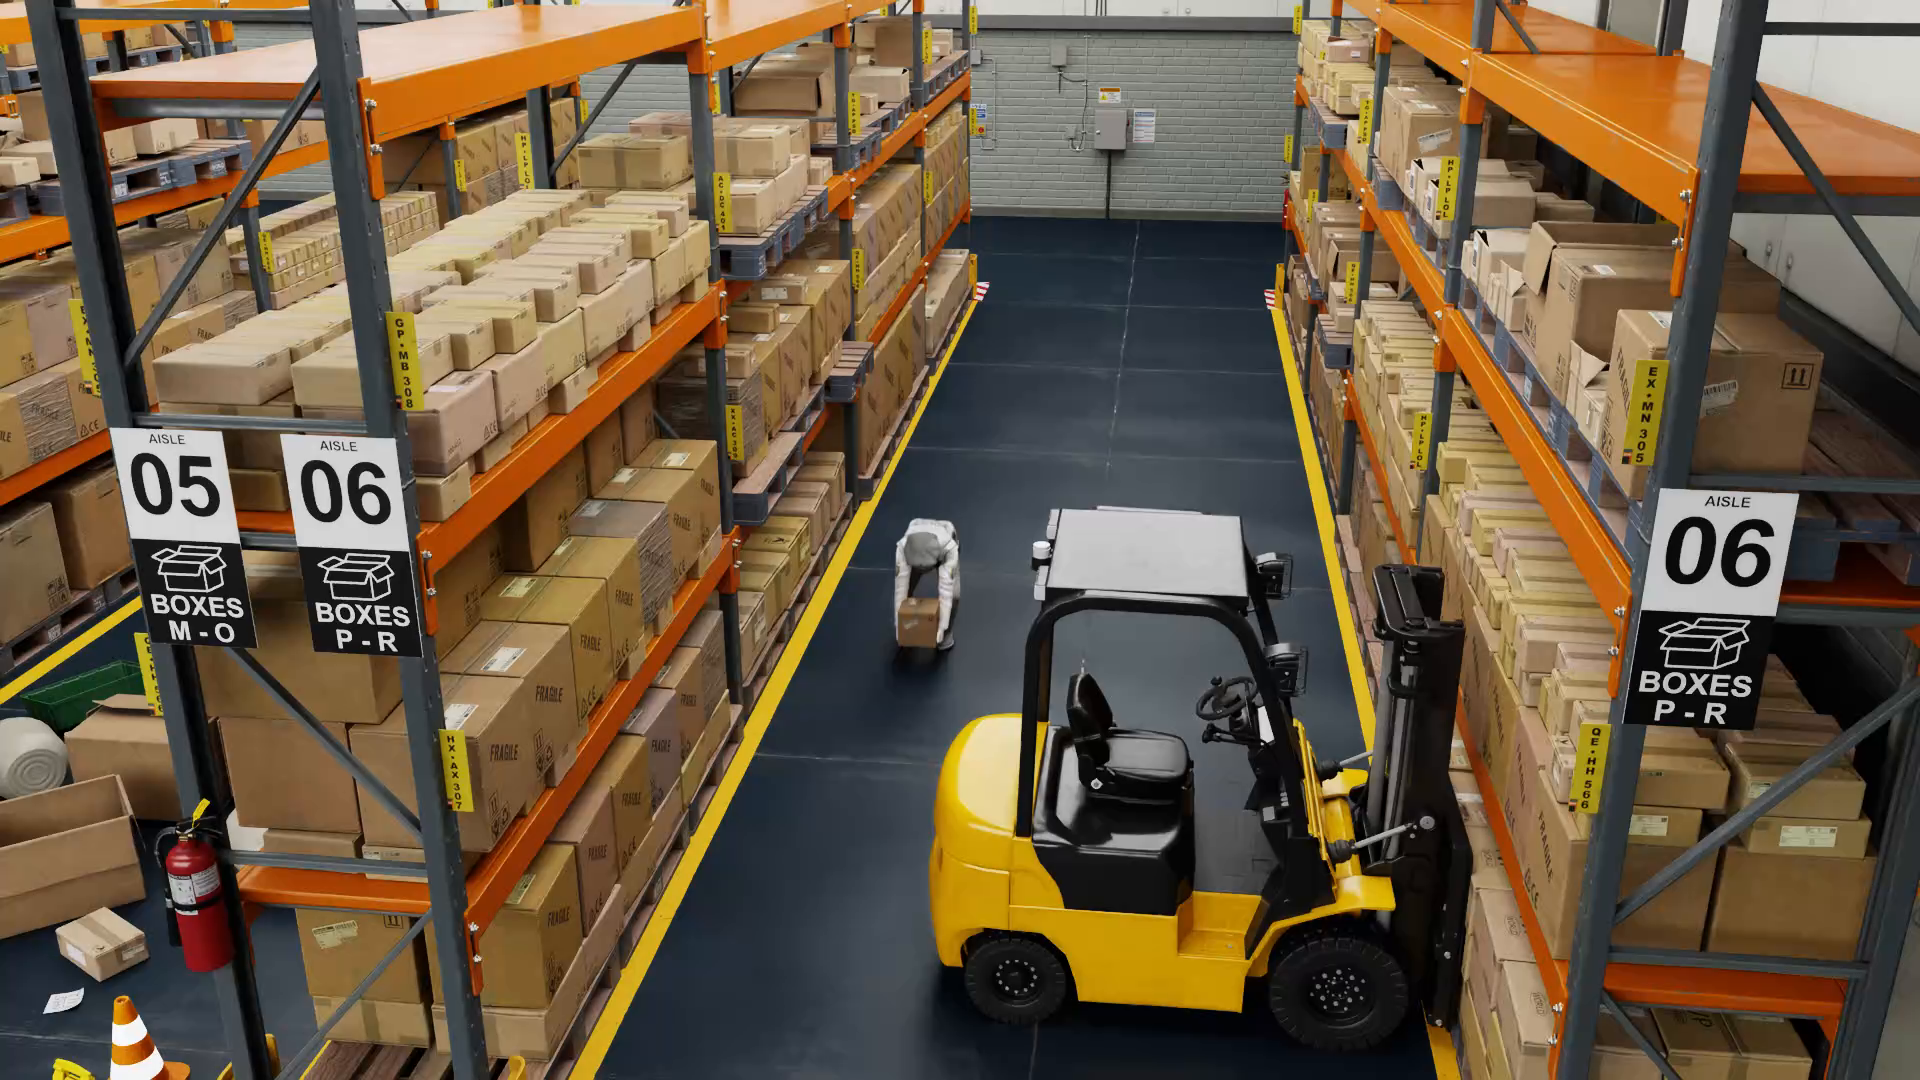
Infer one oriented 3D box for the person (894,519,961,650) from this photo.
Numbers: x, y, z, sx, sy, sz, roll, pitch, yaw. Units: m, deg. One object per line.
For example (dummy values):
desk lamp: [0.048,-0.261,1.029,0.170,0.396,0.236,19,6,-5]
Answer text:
person: [-0.224,0.294,11.273,0.456,0.982,0.914,2,21,6]
